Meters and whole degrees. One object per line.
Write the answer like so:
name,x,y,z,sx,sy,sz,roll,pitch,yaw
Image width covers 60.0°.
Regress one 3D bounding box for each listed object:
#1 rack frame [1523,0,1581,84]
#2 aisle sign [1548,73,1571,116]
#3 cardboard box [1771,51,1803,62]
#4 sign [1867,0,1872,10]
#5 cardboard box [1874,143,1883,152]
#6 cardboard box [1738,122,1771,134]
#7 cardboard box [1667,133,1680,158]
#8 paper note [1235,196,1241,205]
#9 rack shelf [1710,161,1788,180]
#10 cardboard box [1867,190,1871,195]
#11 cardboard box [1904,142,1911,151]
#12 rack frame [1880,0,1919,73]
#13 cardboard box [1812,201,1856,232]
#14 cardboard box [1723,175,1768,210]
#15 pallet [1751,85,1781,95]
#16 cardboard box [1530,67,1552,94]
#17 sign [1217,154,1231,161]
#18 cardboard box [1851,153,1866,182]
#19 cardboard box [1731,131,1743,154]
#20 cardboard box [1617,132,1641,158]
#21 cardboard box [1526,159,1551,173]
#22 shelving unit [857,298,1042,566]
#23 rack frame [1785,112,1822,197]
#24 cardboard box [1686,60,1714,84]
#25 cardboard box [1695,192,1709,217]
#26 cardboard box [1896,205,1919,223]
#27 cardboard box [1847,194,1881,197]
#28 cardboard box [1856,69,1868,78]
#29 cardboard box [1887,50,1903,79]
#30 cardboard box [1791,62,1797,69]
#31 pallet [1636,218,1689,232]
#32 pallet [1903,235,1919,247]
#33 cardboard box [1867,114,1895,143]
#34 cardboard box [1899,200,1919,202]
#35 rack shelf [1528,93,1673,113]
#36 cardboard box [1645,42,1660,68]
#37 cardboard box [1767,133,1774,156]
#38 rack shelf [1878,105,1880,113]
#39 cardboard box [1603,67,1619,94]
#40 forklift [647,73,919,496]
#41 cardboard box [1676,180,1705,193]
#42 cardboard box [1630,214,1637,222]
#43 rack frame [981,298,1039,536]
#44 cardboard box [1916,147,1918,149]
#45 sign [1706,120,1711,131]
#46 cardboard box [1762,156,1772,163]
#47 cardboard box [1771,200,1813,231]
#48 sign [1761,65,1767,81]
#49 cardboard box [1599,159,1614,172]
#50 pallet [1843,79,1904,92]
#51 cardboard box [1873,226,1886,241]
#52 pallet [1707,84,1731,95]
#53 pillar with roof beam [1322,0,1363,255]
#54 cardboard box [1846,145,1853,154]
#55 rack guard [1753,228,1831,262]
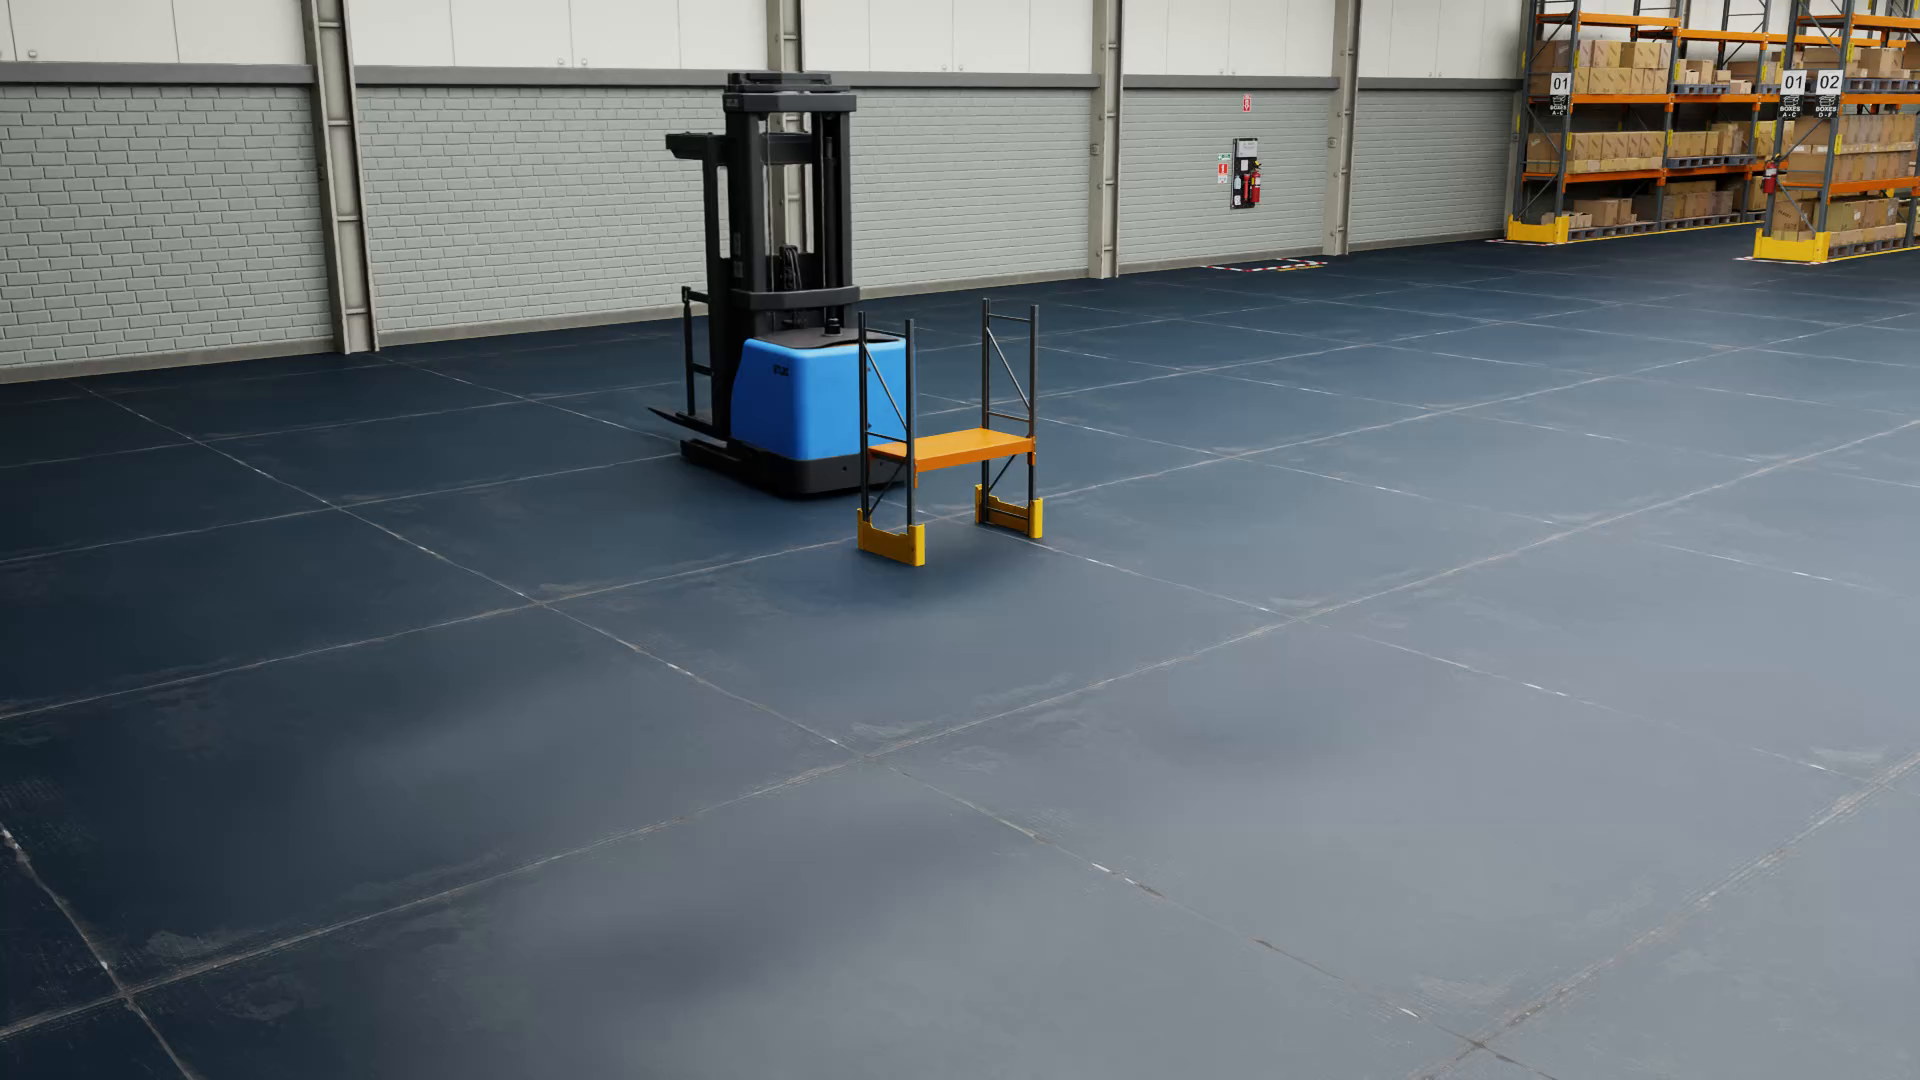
rack frame,11.355,-10.257,31.712,0.127,3.000,1.000,-13,19,-39
aisle sign,11.498,-8.544,31.887,0.004,0.787,0.394,-13,19,-39
cardboard box,19.251,-11.244,38.720,0.500,0.250,0.500,-13,20,-41
sign,23.066,-13.604,42.127,0.005,0.325,0.100,-13,19,-39
cardboard box,16.406,-7.086,30.015,0.250,0.149,0.380,-12,19,-38
cardboard box,17.924,-9.309,37.528,0.500,0.250,0.500,-12,19,-38
cardboard box,14.779,-8.377,35.251,0.500,0.500,0.700,-13,19,-39
paper note,4.721,-5.776,28.268,0.142,0.148,0.016,-13,19,-39
rack shelf,18.899,-8.705,38.921,4.000,0.370,1.077,-13,19,-39
cardboard box,22.585,-8.842,42.068,0.500,0.500,0.700,-13,20,-40
cardboard box,17.375,-7.305,30.835,0.250,0.149,0.380,-13,20,-41
rack frame,17.627,-9.971,30.641,0.127,3.000,1.000,-13,19,-39
cardboard box,15.536,-5.764,29.579,0.500,0.500,0.500,-13,19,-39
cardboard box,18.031,-7.977,38.154,0.750,0.750,0.750,-13,20,-40
pallet,17.841,-10.191,37.644,1.003,0.211,1.213,-12,19,-37
cardboard box,11.504,-8.986,32.533,0.500,0.500,0.500,-11,18,-35
sign,4.424,-6.417,27.864,0.331,0.109,0.001,-13,19,-39
cardboard box,15.742,-6.693,29.799,0.500,0.500,0.700,-12,19,-39
cardboard box,17.042,-8.893,37.185,0.700,0.500,0.500,13,20,40
cardboard box,13.459,-8.027,33.786,0.500,0.500,0.500,-13,20,-41
cardboard box,11.581,-7.413,32.941,0.500,0.250,0.500,-12,19,-39
shelving unit,-0.058,-0.712,10.508,1.083,1.500,0.587,-13,19,-39
rack frame,20.408,-9.391,40.097,0.127,3.000,1.000,-13,19,-39
cardboard box,15.768,-10.023,35.640,0.500,0.500,0.500,-14,20,-41
cardboard box,16.060,-7.432,36.754,0.500,0.500,0.700,-13,20,-40
cardboard box,18.103,-6.239,31.724,0.500,0.311,0.500,-13,19,-39
cardboard box,17.072,-6.292,31.553,0.500,0.500,0.500,-13,19,-39
cardboard box,15.613,-8.158,29.069,0.250,0.149,0.380,-13,19,-39
cardboard box,17.074,-8.807,30.816,0.500,0.500,0.500,-11,18,-35
cardboard box,18.874,-10.795,38.491,0.500,0.500,0.700,-13,20,-39
pallet,14.959,-6.821,35.878,1.213,0.211,1.003,-13,19,-39
pallet,18.158,-5.858,32.271,1.213,0.211,1.003,-13,19,-39
cardboard box,16.538,-7.501,30.310,0.500,0.500,0.700,-13,20,-39
cardboard box,18.893,-6.600,33.075,0.500,0.311,0.500,-13,20,-40
rack shelf,12.864,-8.799,33.461,4.000,0.370,1.077,-13,19,-39
cardboard box,13.764,-9.793,33.619,0.500,0.500,0.500,-11,19,-36
cardboard box,18.326,-9.035,37.953,0.500,0.500,0.500,-12,19,-38
rack shelf,19.136,-8.513,32.389,4.000,0.370,1.077,-13,19,-39
cardboard box,12.589,-9.047,32.761,0.500,0.500,0.500,-12,19,-37
forklift,-1.541,-2.059,12.780,1.130,2.935,3.031,-10,18,-33
cardboard box,16.025,-7.776,36.589,0.500,0.250,0.500,-13,20,-40
cardboard box,13.989,-6.784,34.971,0.380,0.166,0.250,13,20,40
rack frame,0.319,-0.796,10.825,0.032,1.500,0.500,-13,19,-39
cardboard box,18.993,-7.422,32.529,0.500,0.500,0.500,-13,19,-39
sign,17.023,-9.381,37.813,0.005,0.325,0.100,-13,19,-39
cardboard box,18.243,-8.682,37.890,0.250,0.149,0.380,-12,19,-38
cardboard box,14.819,-5.780,29.639,0.500,0.500,0.500,-13,19,-39
sign,17.745,-10.307,36.709,0.005,0.325,0.100,-13,19,-39
cardboard box,12.702,-7.493,33.240,0.500,0.250,0.500,-13,20,-40
pallet,16.081,-8.124,29.710,1.213,0.211,1.003,-13,19,-39
cardboard box,16.670,-5.656,30.625,0.500,0.250,0.500,-13,19,-39
pallet,15.689,-9.655,35.634,1.003,0.211,1.213,-13,19,-39
pillar with roof beam,9.615,-8.690,25.844,0.400,9.000,9.100,-13,19,-39
cardboard box,15.434,-6.868,29.200,0.250,0.149,0.380,-13,19,-39
rack guard,14.592,-5.183,29.186,0.348,0.500,1.175,-13,19,-39
